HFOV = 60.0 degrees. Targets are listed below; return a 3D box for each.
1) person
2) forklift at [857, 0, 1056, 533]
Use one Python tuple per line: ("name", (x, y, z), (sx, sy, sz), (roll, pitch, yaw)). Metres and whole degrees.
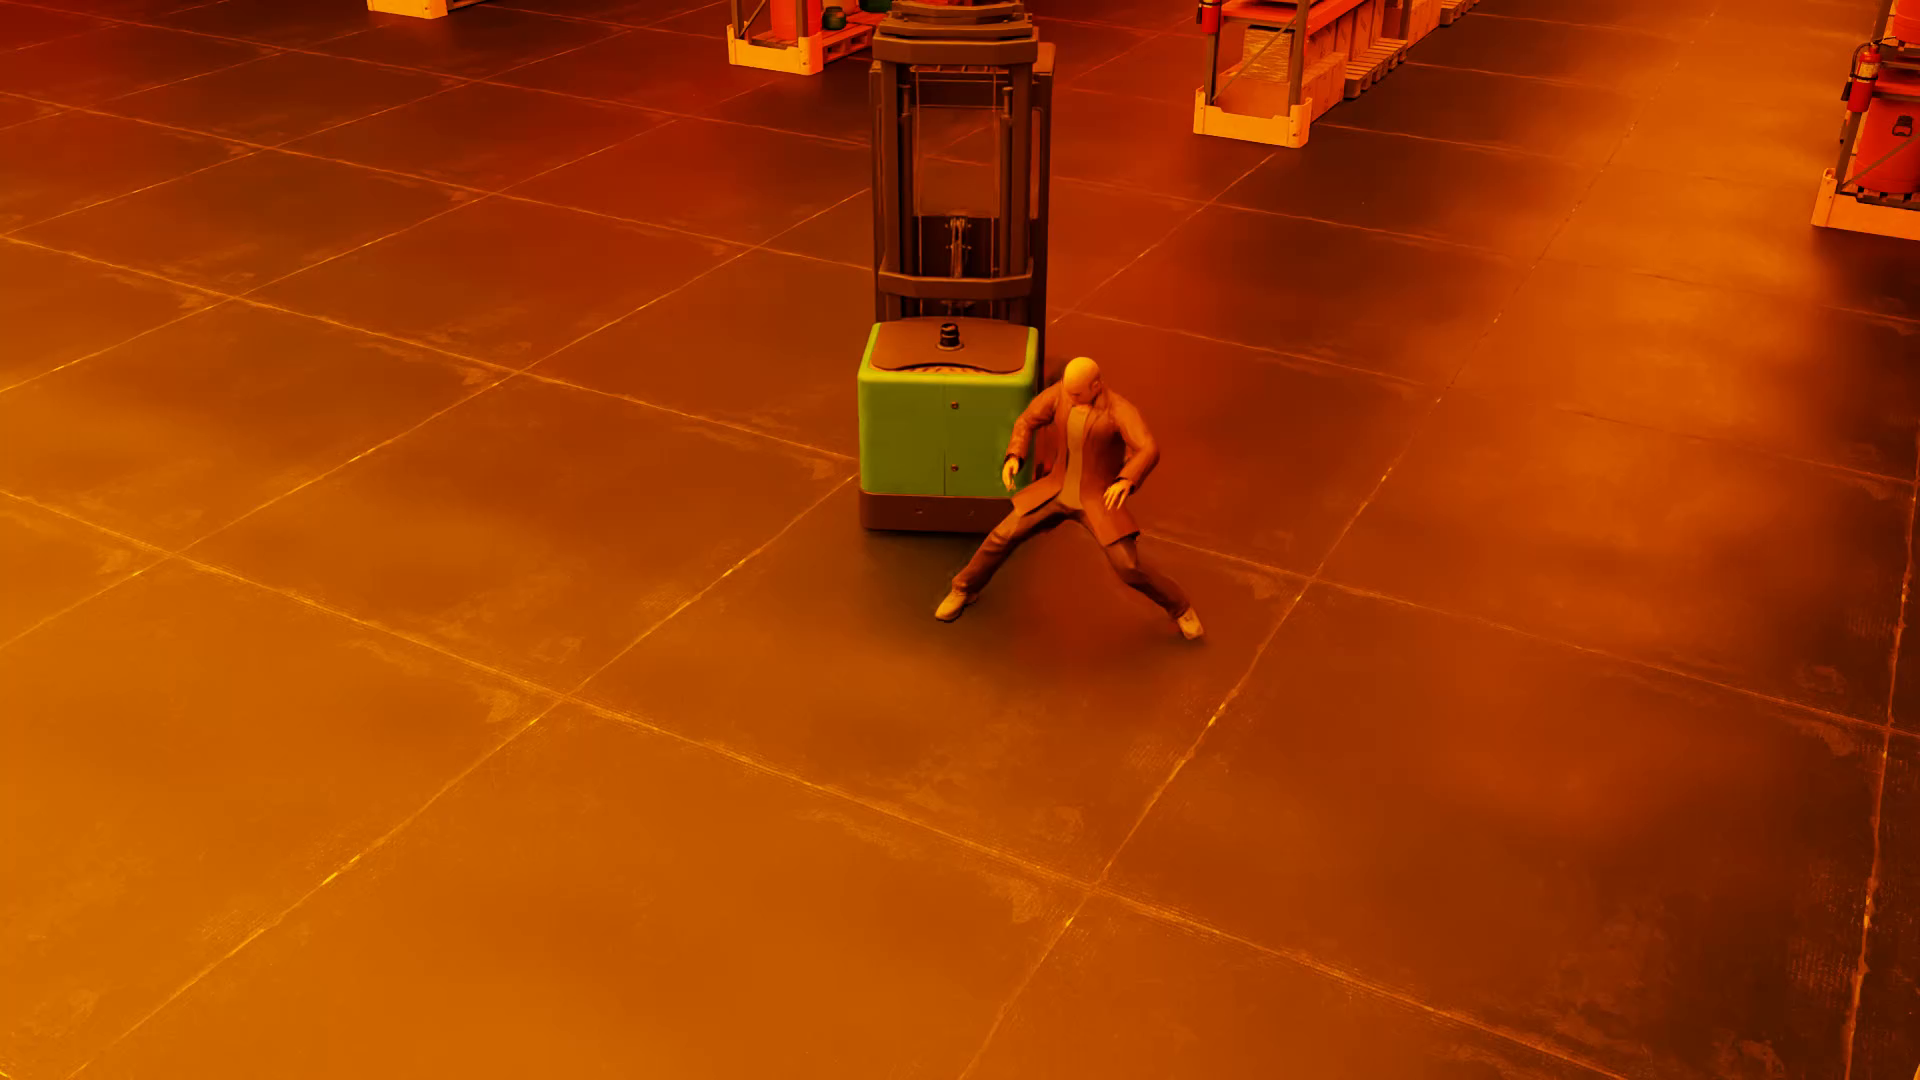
("person", (0.624, -0.208, 8.802), (1.338, 1.551, 0.922), (21, 36, 32))
("forklift", (0.023, -2.011, 10.555), (1.130, 2.935, 3.031), (2, 30, 4))
